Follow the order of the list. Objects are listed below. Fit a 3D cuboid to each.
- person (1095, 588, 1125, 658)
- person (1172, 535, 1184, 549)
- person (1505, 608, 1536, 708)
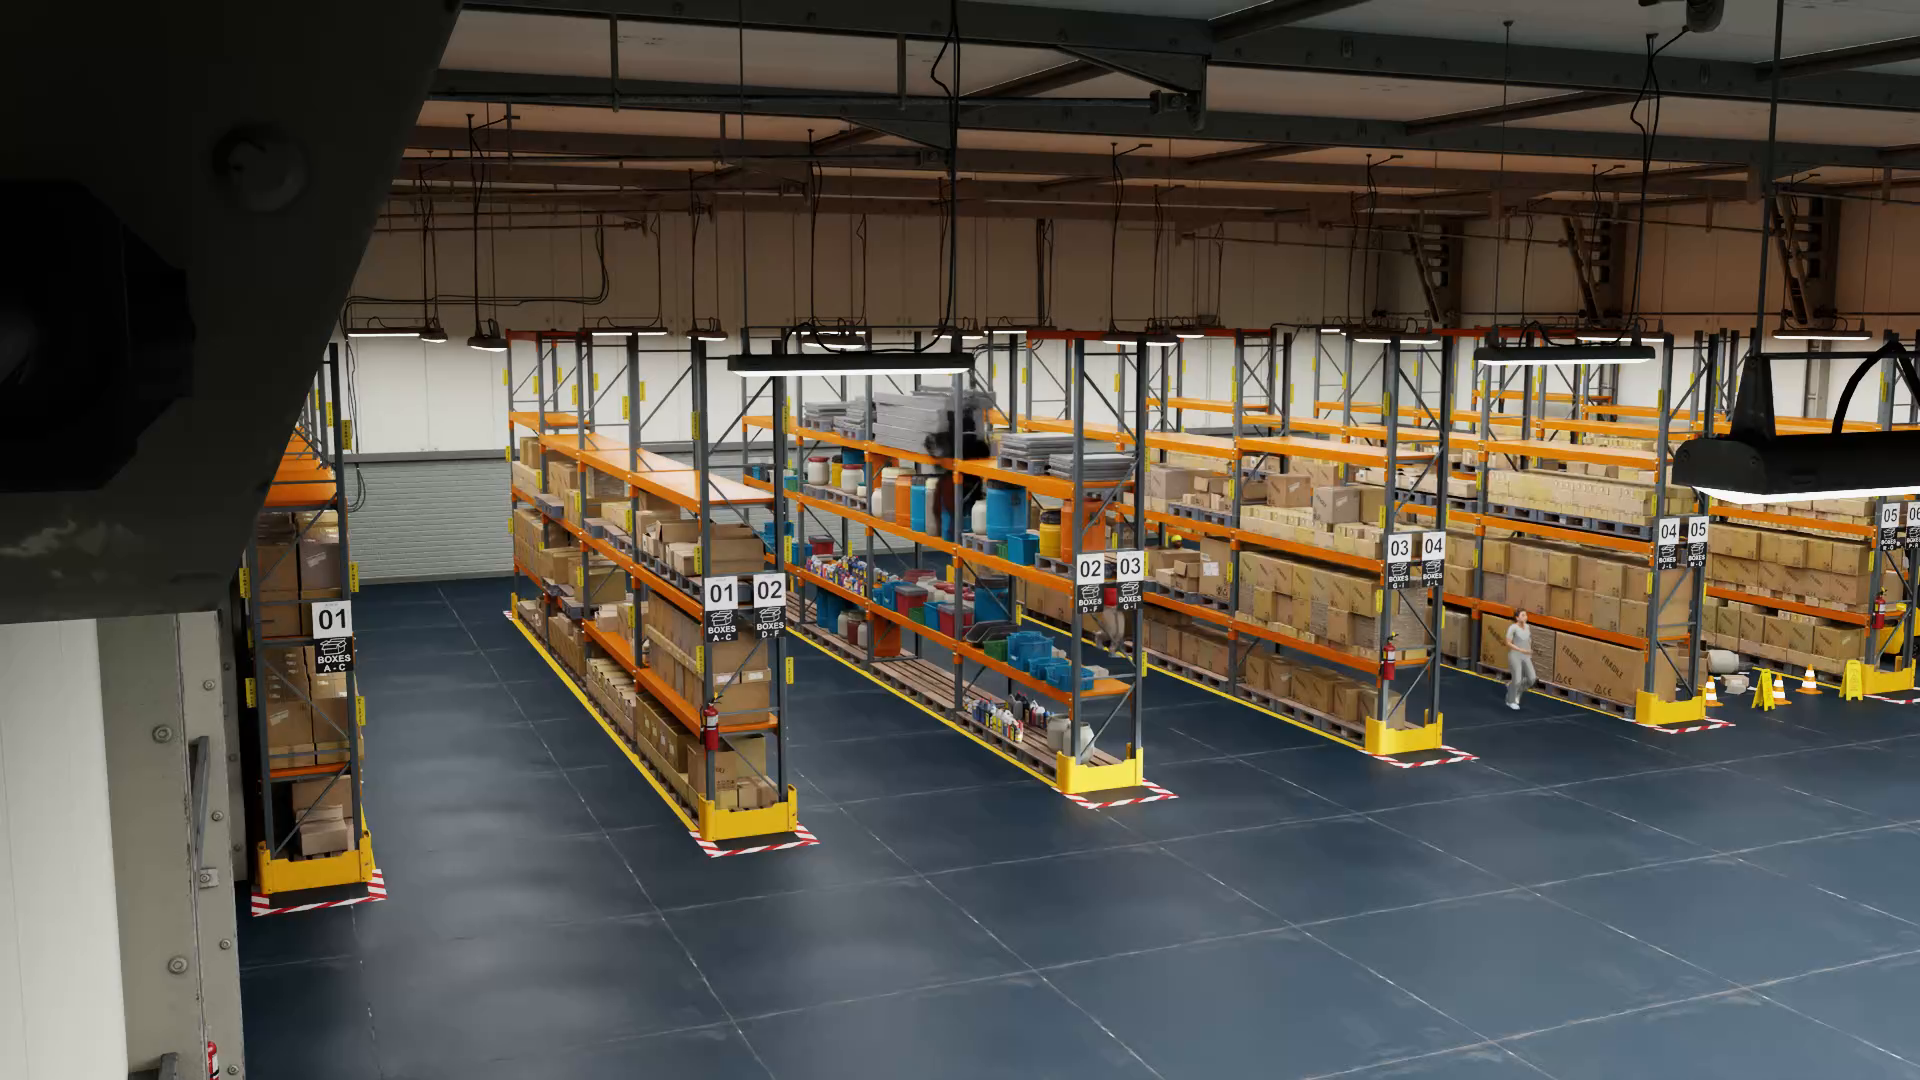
[{"bbox_3d":[2.675,1.246,29.218,0.678,1.658,0.590,-4,9,-26],"label":"person"},{"bbox_3d":[4.526,0.767,34.639,0.679,1.749,0.534,-4,9,-29],"label":"person"},{"bbox_3d":[9.008,1.901,26.663,0.589,1.639,0.562,-4,9,-25],"label":"person"}]
